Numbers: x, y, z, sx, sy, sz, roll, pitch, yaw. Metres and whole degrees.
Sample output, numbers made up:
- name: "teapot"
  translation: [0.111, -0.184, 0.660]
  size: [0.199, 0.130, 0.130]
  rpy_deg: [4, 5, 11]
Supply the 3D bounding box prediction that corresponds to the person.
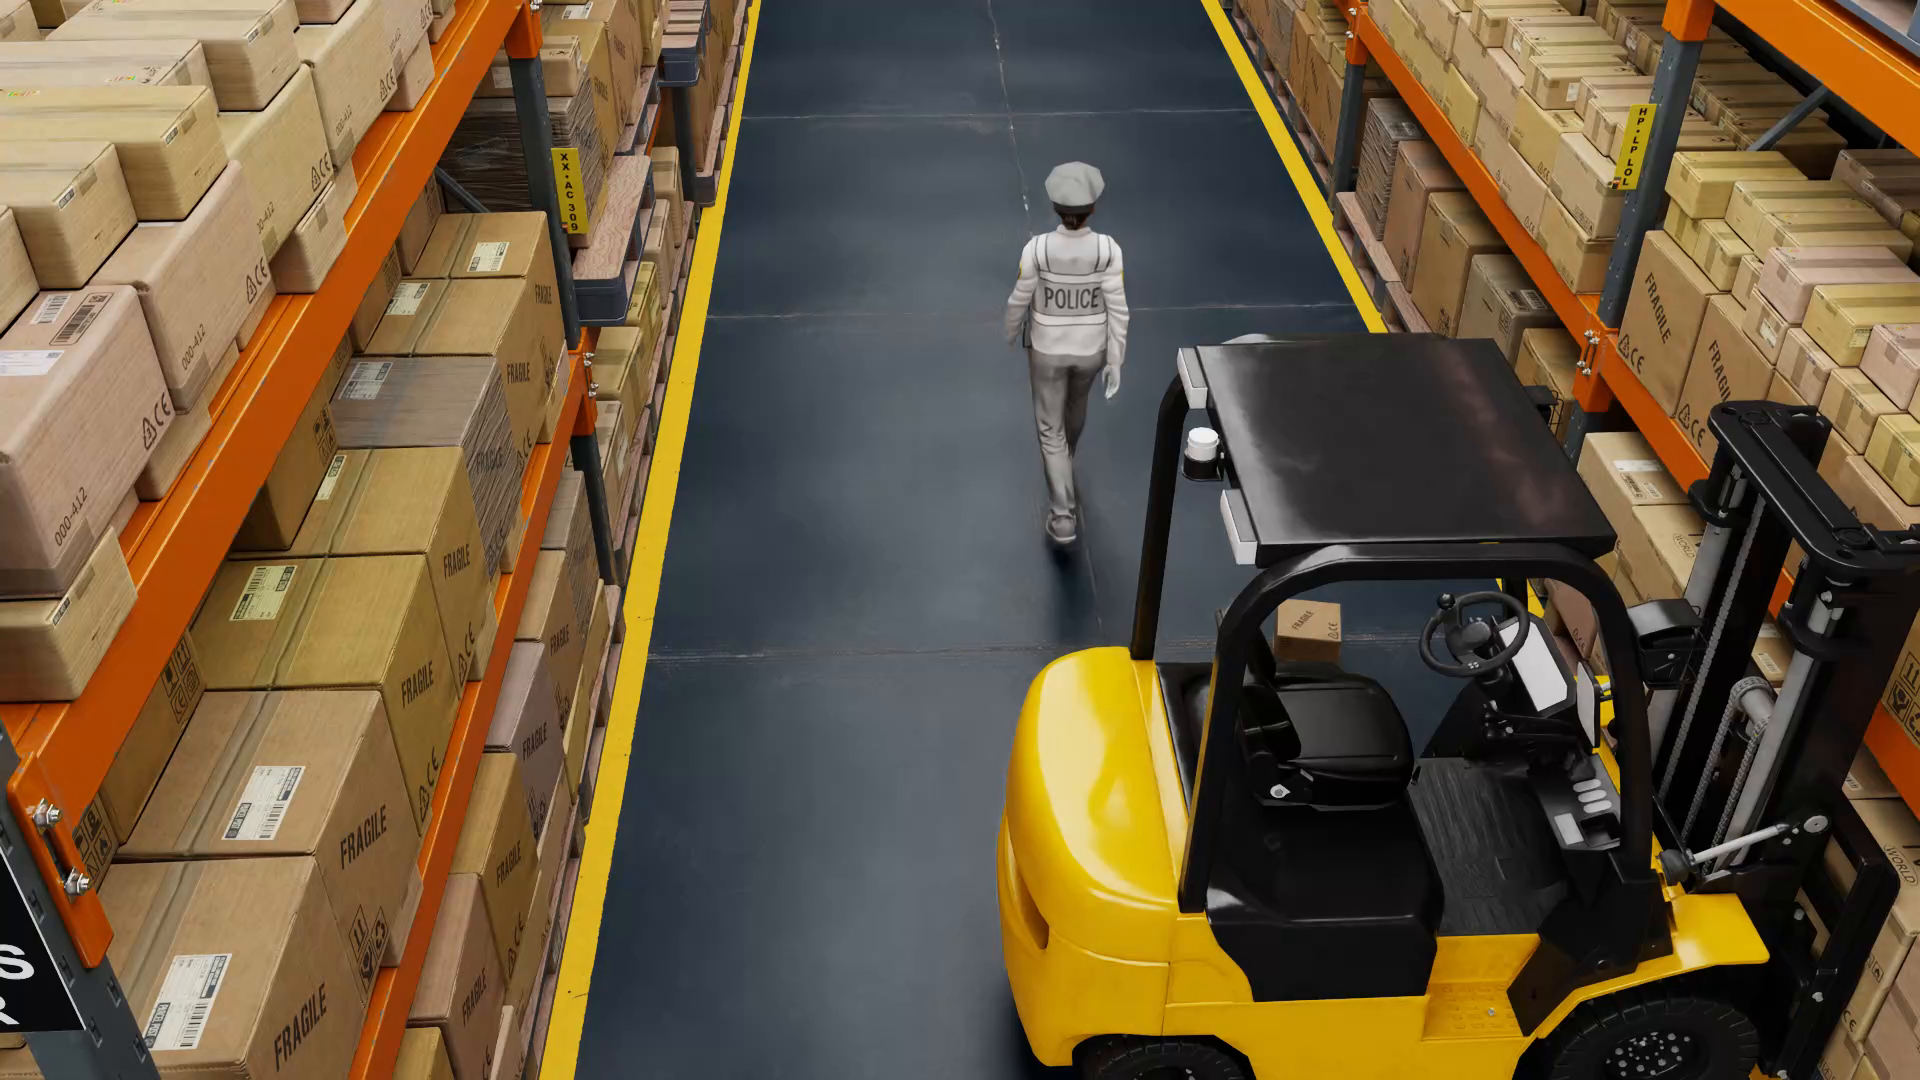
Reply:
- name: "person"
  translation: [0.462, -0.861, 7.334]
  size: [0.507, 1.628, 1.029]
  rpy_deg: [-4, 36, -6]
